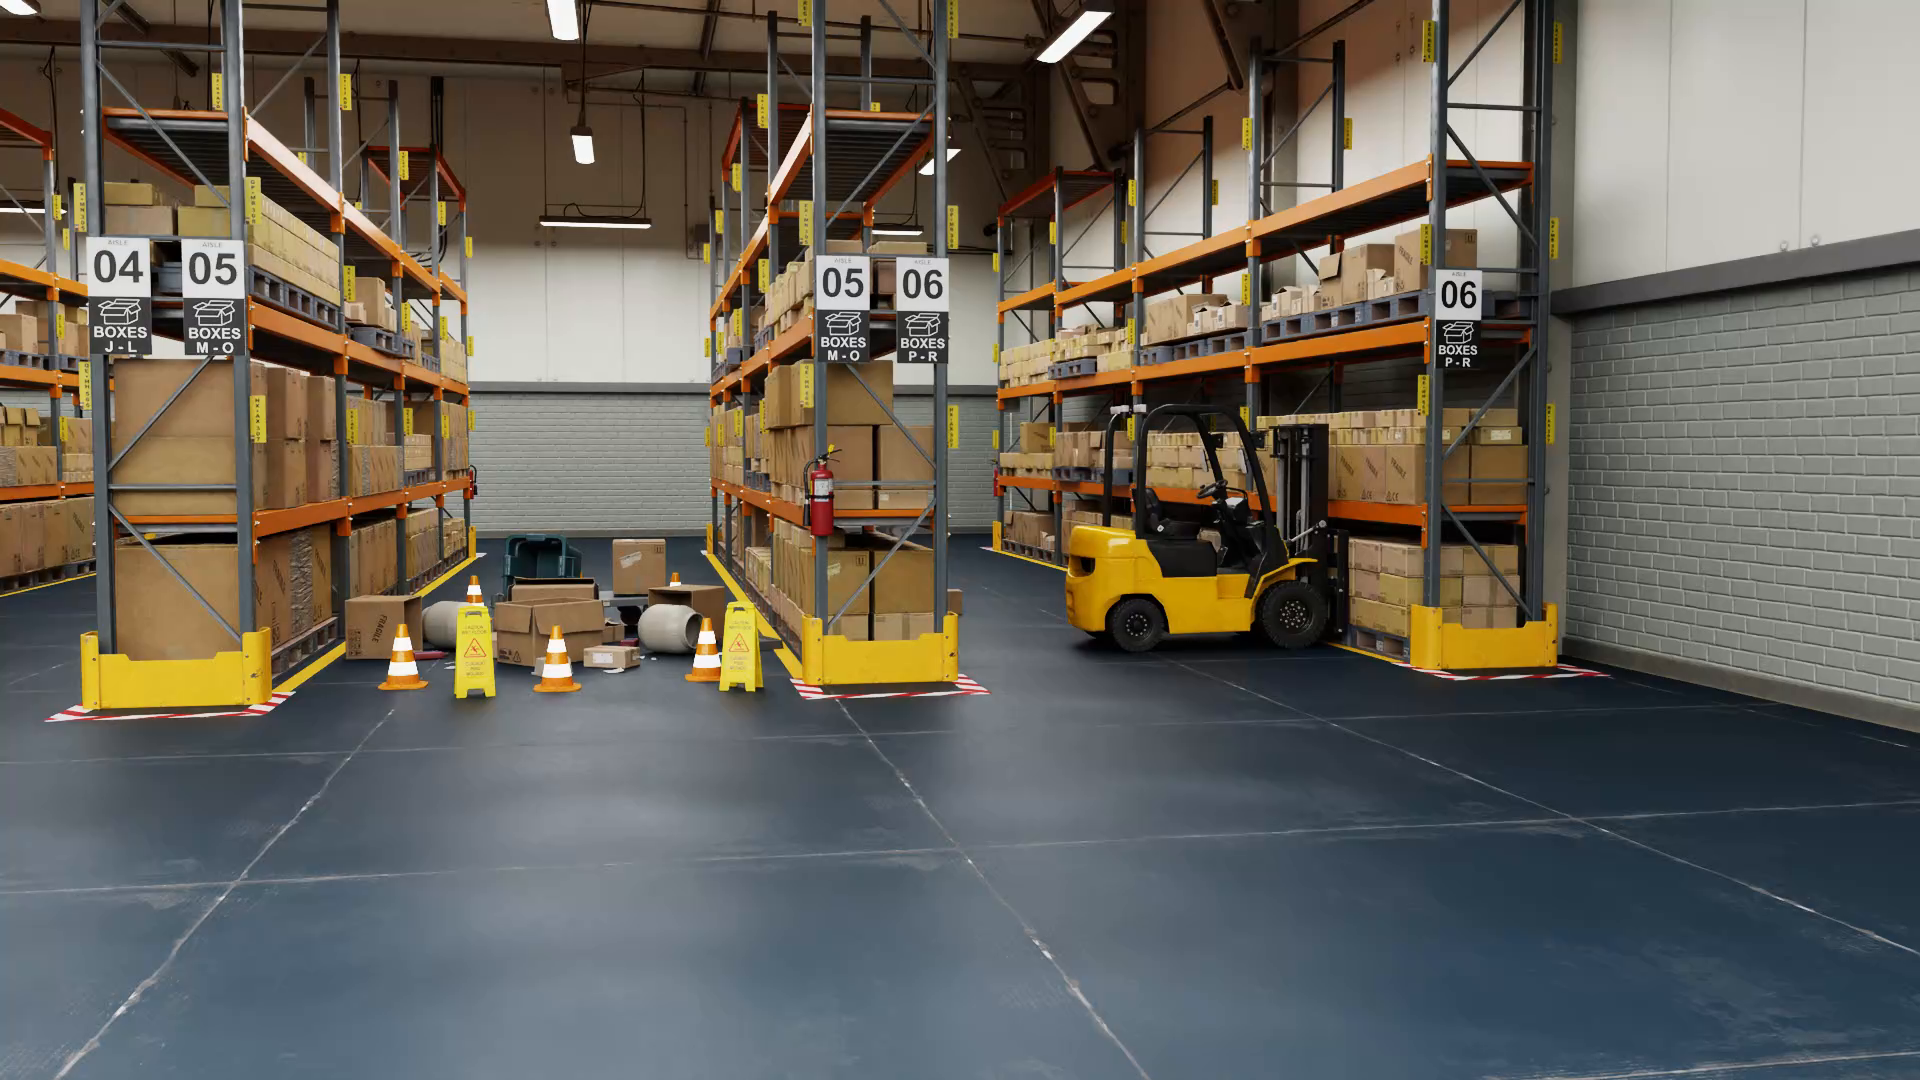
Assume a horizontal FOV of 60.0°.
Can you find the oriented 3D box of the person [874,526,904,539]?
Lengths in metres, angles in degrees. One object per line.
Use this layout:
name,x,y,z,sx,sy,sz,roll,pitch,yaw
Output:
person,-0.948,-0.295,22.216,0.494,1.645,0.817,-1,3,-13
